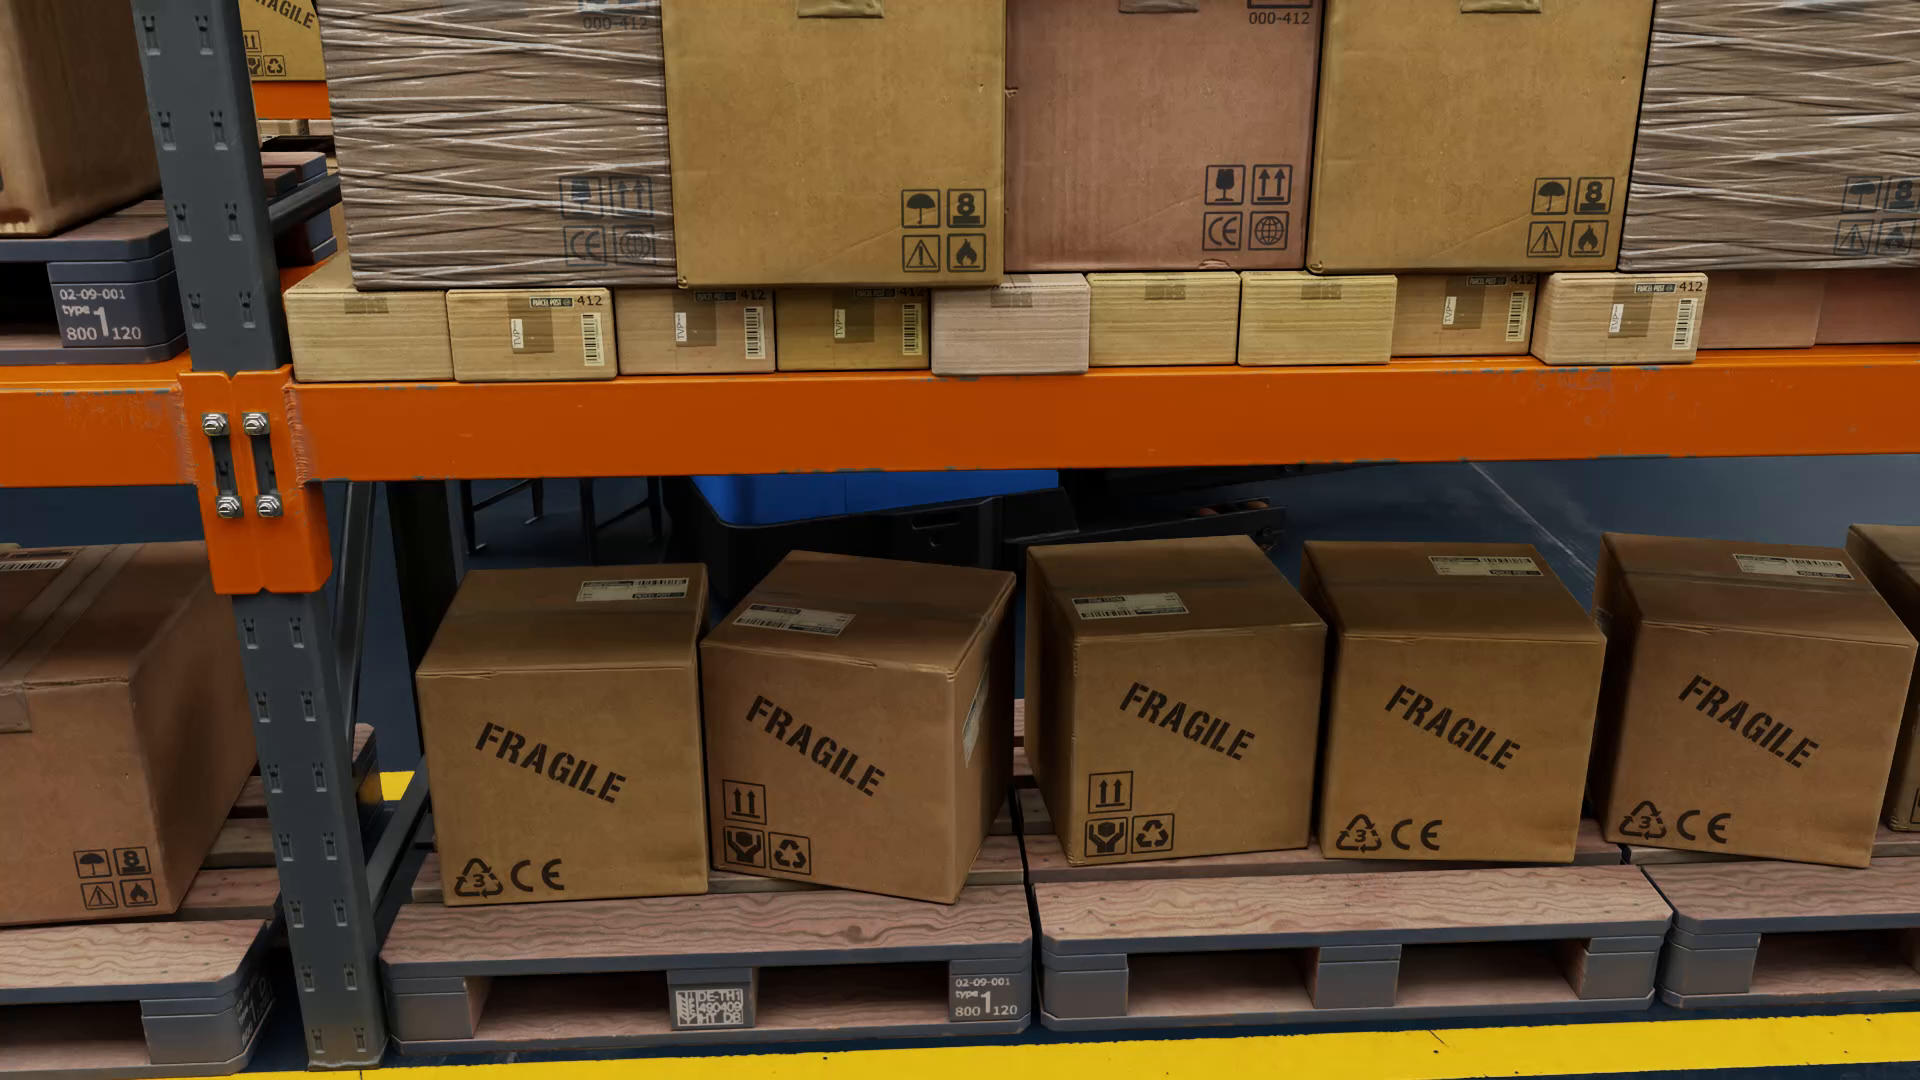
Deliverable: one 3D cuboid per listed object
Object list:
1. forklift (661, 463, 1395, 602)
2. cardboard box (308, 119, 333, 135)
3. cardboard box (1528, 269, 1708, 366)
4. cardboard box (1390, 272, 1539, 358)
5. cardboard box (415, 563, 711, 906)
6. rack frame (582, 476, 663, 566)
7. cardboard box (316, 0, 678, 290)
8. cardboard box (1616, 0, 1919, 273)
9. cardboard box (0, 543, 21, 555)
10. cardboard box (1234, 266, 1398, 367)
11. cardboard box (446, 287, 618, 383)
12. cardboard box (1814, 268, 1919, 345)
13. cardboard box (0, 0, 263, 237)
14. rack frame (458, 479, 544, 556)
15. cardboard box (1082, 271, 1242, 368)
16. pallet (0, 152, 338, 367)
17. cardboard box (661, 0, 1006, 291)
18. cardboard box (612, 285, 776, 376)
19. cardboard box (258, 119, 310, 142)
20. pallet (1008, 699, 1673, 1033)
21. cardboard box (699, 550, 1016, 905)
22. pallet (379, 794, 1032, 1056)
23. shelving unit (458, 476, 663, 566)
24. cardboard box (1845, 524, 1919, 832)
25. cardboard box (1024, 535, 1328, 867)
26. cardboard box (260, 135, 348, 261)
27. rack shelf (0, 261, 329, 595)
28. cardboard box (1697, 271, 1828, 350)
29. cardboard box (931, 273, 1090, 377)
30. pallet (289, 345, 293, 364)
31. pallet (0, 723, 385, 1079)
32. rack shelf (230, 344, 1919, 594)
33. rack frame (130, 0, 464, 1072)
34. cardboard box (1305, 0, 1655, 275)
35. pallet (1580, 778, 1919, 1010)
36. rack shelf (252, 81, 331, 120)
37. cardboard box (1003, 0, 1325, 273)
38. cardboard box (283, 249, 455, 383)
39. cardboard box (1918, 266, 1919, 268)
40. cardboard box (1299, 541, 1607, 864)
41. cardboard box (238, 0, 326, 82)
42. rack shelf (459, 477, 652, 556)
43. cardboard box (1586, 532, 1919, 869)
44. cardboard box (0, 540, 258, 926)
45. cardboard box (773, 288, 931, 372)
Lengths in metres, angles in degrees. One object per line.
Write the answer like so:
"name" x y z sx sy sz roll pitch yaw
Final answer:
"forklift" 0.545 -1.471 5.364 3.031 2.935 1.130 -8 22 -20
"cardboard box" -4.420 -3.036 12.483 0.625 0.372 0.950 -2 21 -4
"cardboard box" 1.068 -0.420 2.862 0.250 0.149 0.380 -1 21 -3
"cardboard box" 0.814 -0.440 2.913 0.250 0.149 0.380 -1 21 -3
"cardboard box" -0.760 0.375 3.344 0.500 0.500 0.500 -2 21 -5
"rack frame" -1.096 -0.925 5.100 0.015 2.100 0.400 9 23 22
"cardboard box" -0.708 -0.776 2.885 0.500 0.500 0.875 -1 21 -3
"cardboard box" 1.288 -0.821 3.004 0.500 0.500 0.875 -1 21 -3
"cardboard box" -2.253 0.367 3.335 0.500 0.500 0.700 -1 21 -3
"cardboard box" 0.567 -0.419 2.858 0.250 0.149 0.380 -1 21 -3
"cardboard box" -0.679 -0.384 2.766 0.250 0.149 0.380 -1 21 -3
"cardboard box" 1.561 -0.470 2.992 0.250 0.149 0.380 -1 21 -3
"cardboard box" -1.962 -1.113 2.896 1.000 1.000 1.000 -1 21 -3
"rack frame" -1.543 -0.994 5.281 0.015 2.100 0.400 9 23 22
"cardboard box" 0.317 -0.417 2.855 0.250 0.149 0.380 -1 21 -3
"pallet" -1.933 -0.550 3.119 1.213 0.211 1.003 -1 21 -3
"cardboard box" -0.207 -0.774 2.879 0.500 0.500 0.875 -1 21 -3
"cardboard box" -0.431 -0.399 2.805 0.250 0.149 0.380 -1 21 -3
"cardboard box" -5.156 -3.018 12.436 0.625 0.372 0.950 -3 21 -7
"pallet" 0.728 0.648 3.622 1.213 0.211 1.003 -1 21 -3
"cardboard box" -0.188 0.361 3.381 0.500 0.500 0.500 5 22 14
"pallet" -0.493 0.674 3.555 1.213 0.211 1.003 -1 21 -3
"shelving unit" -1.319 -0.960 5.190 0.503 2.100 0.431 9 23 22
"cardboard box" 2.208 0.294 3.555 0.500 0.500 0.500 3 21 7
"cardboard box" 0.427 0.320 3.488 0.500 0.500 0.500 -3 21 -8
"cardboard box" -2.921 -1.449 7.783 0.750 0.750 1.050 -1 21 -3
"rack shelf" -3.158 -0.226 3.011 4.000 0.370 1.077 -1 21 -3
"cardboard box" 1.312 -0.457 2.958 0.250 0.149 0.380 -1 21 -3
"cardboard box" 0.070 -0.398 2.803 0.250 0.149 0.380 -1 21 -3
"pallet" -3.330 -0.996 7.940 1.213 0.211 1.003 -1 21 -3
"pallet" -1.938 0.716 3.443 1.213 0.211 1.003 -1 21 -3
"rack shelf" 0.836 -0.308 3.224 4.000 0.370 1.077 -1 21 -3
"rack frame" -1.161 -0.603 2.990 0.127 3.000 1.000 -1 21 -3
"cardboard box" 0.788 -0.815 2.988 0.500 0.500 0.875 -1 21 -3
"pallet" 1.943 0.624 3.685 1.213 0.211 1.003 -1 21 -3
"rack shelf" -3.340 -1.990 7.644 4.000 0.370 1.077 -1 21 -3
"cardboard box" 0.286 -0.820 3.000 0.500 0.500 0.875 -1 21 -3
"cardboard box" -0.929 -0.383 2.765 0.250 0.149 0.380 -1 21 -3
"cardboard box" 1.789 -0.816 2.990 0.500 0.500 0.875 -1 21 -3
"cardboard box" 0.987 0.325 3.476 0.500 0.500 0.500 1 21 2
"cardboard box" -2.858 -2.288 7.274 0.500 0.500 0.500 -1 21 -2
"rack shelf" -1.319 -0.293 5.444 0.480 0.518 0.431 9 23 22
"cardboard box" 1.613 0.319 3.491 0.500 0.500 0.500 4 21 11
"cardboard box" -1.775 0.364 3.343 0.500 0.500 0.700 -3 21 -7
"cardboard box" -0.182 -0.407 2.828 0.250 0.149 0.380 -1 21 -3
